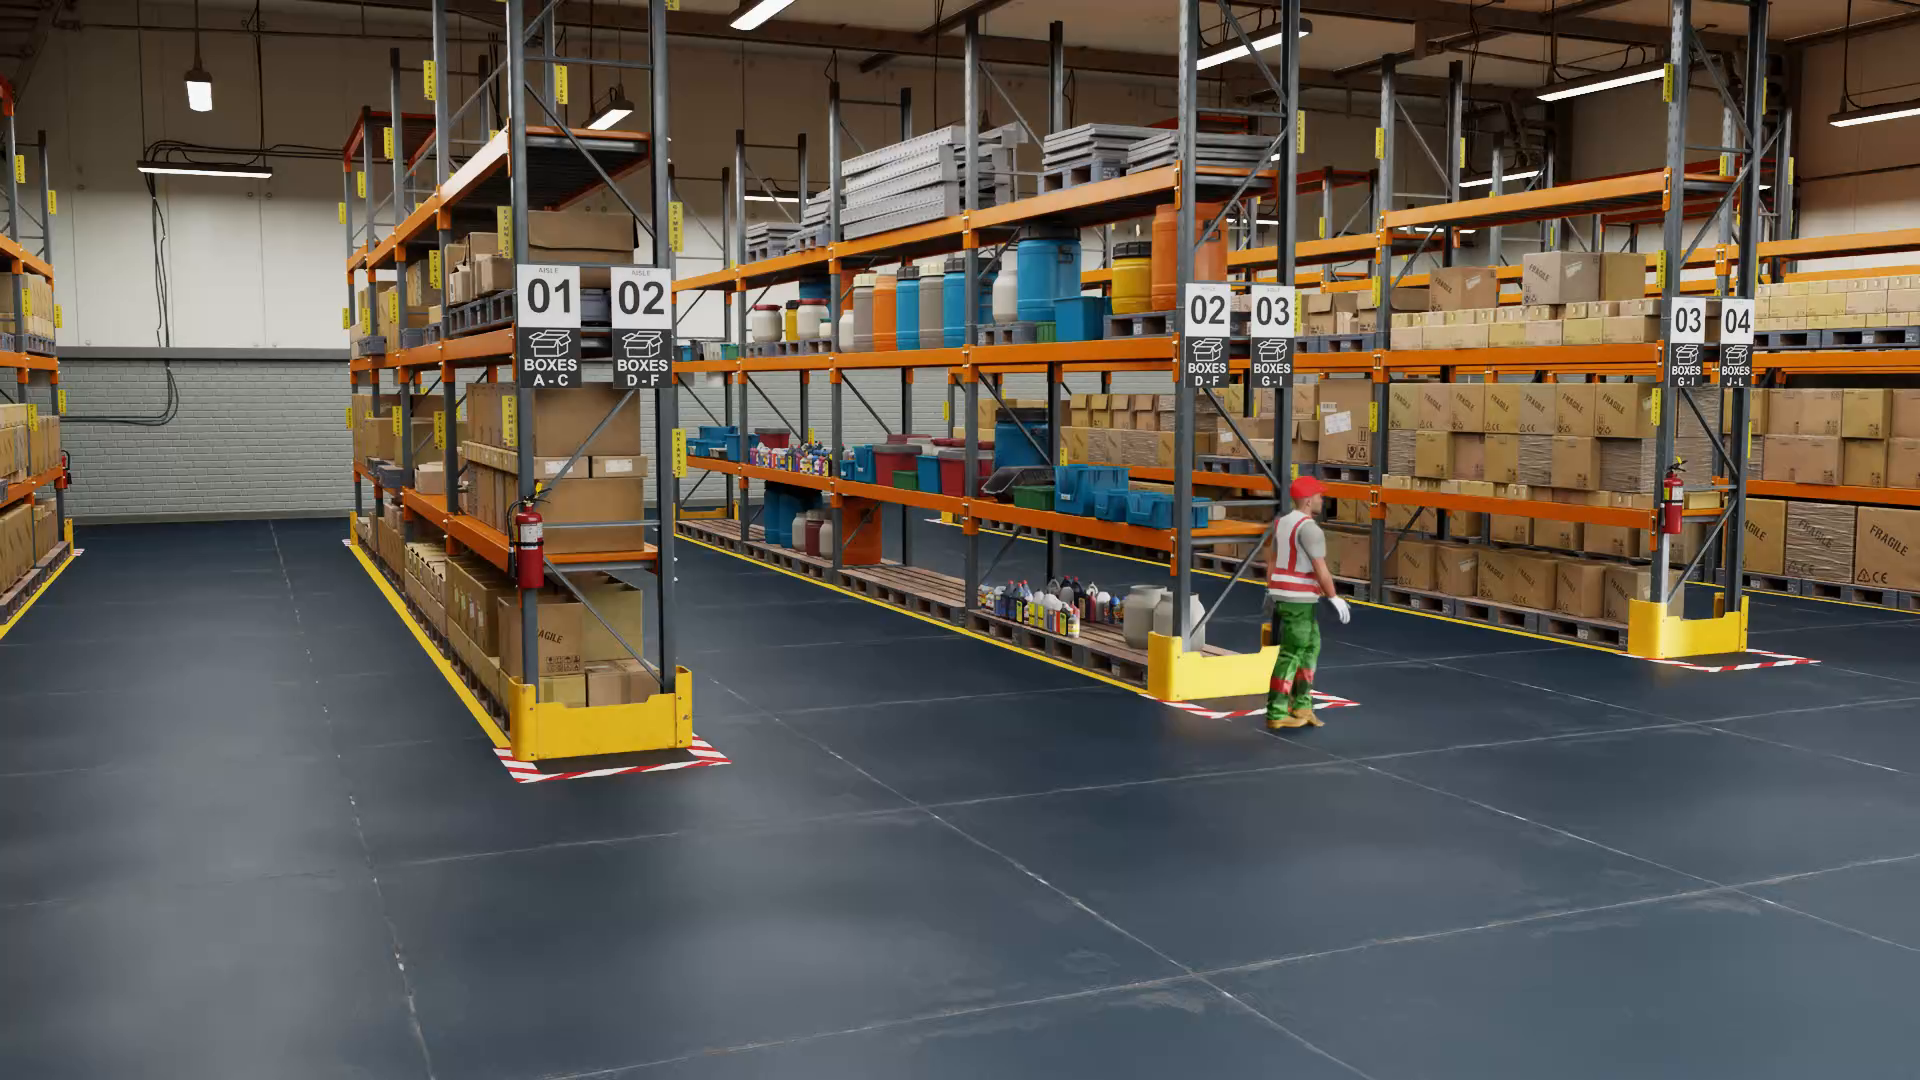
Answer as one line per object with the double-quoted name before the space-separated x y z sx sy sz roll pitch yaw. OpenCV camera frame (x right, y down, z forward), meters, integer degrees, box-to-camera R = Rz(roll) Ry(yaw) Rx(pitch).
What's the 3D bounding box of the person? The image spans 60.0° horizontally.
"person" 2.385 0.460 11.769 0.556 1.832 0.685 -1 5 -14
